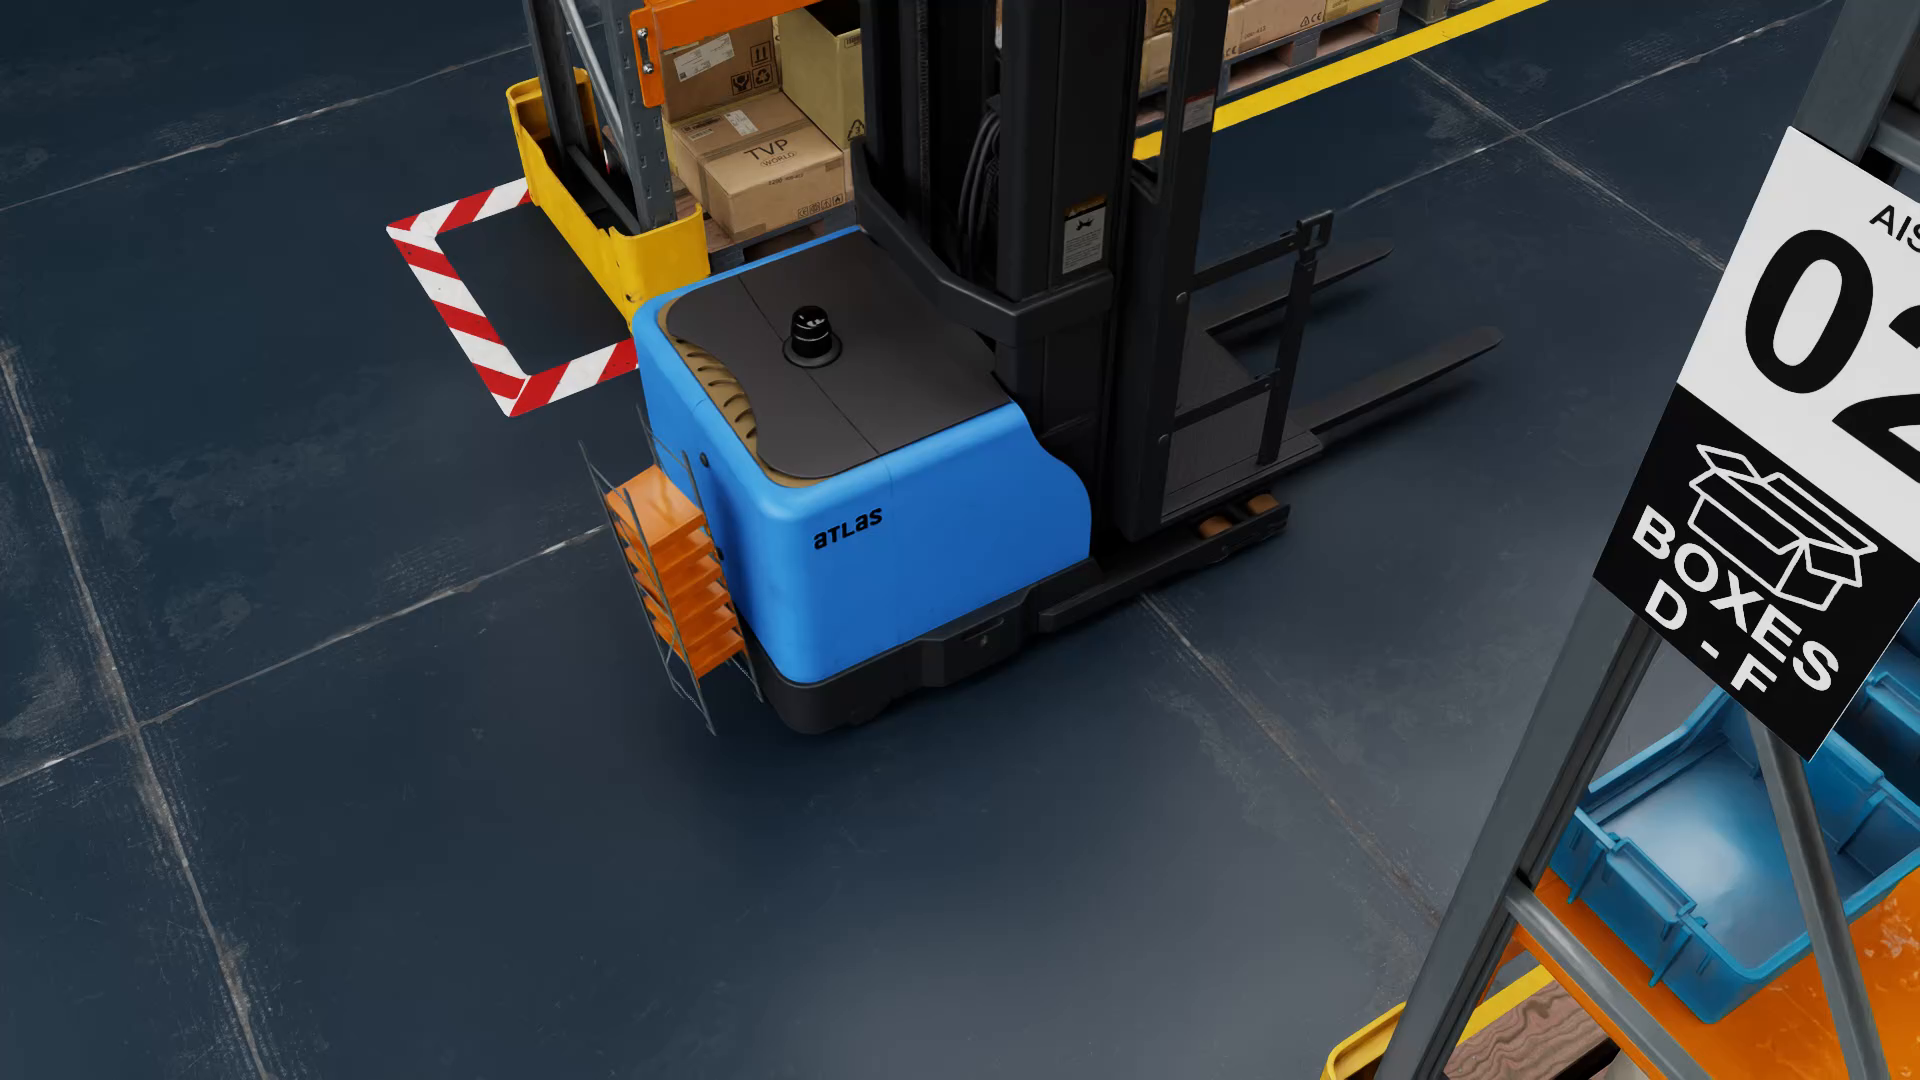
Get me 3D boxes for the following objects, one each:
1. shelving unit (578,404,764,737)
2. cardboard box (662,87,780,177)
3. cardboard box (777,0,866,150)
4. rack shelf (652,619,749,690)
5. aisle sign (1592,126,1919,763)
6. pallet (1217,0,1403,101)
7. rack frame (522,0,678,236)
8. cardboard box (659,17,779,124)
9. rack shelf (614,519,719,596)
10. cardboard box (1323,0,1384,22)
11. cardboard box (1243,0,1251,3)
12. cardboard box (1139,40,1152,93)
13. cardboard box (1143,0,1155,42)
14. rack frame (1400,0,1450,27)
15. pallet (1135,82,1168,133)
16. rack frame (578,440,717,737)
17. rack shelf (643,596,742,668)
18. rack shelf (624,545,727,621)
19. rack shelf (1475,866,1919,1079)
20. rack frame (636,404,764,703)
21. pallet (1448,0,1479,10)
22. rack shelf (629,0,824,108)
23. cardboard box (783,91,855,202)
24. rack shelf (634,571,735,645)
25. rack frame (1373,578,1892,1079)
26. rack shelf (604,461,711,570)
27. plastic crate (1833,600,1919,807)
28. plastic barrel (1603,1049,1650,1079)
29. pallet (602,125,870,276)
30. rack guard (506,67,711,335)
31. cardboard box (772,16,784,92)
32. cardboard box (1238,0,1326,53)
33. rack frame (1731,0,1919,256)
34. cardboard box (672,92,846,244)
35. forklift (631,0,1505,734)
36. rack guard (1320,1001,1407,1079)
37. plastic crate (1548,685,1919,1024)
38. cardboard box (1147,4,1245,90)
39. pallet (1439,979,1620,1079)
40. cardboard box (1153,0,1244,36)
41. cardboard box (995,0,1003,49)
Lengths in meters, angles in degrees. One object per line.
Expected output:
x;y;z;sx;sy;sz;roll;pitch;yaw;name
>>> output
-0.814;0.126;4.826;0.189;1.200;0.258;-35;57;-20;shelving unit
-1.076;-1.816;6.919;0.500;0.250;0.500;-25;53;-21;cardboard box
-0.378;-1.939;6.526;0.500;0.500;0.500;-25;53;-21;cardboard box
-0.792;0.301;5.049;0.180;0.103;0.258;-35;57;-20;rack shelf
1.049;-0.084;2.076;0.004;0.787;0.394;-25;53;-21;aisle sign
1.316;-2.567;7.895;1.213;0.211;1.003;-25;53;-21;pallet
-1.372;-2.191;5.692;0.127;3.000;1.000;-25;53;-21;rack frame
-1.077;-2.067;6.640;0.500;0.500;0.500;-25;53;-21;cardboard box
-0.829;0.005;4.672;0.180;0.103;0.258;-35;57;-20;rack shelf
1.736;-2.687;7.694;0.500;0.250;0.500;-25;53;-21;cardboard box
1.307;-2.745;7.243;0.500;0.500;0.500;-25;53;-21;cardboard box
0.470;-2.086;7.159;0.500;0.250;0.500;-25;53;-21;cardboard box
0.471;-2.335;6.878;0.500;0.500;0.500;-25;53;-21;cardboard box
2.011;-3.785;7.112;0.127;3.000;1.000;-25;53;-21;rack frame
0.283;-2.078;7.459;1.213;0.211;1.003;-25;53;-21;pallet
-0.884;0.175;4.794;0.006;1.200;0.240;-35;57;-20;rack frame
-0.801;0.227;4.955;0.180;0.103;0.258;-35;57;-20;rack shelf
-0.820;0.079;4.766;0.180;0.103;0.258;-35;57;-20;rack shelf
2.960;0.382;3.883;4.000;0.370;1.077;-25;53;-21;rack shelf
-0.744;0.077;4.857;0.006;1.200;0.240;-35;57;-20;rack frame
2.614;-3.176;8.437;1.213;0.211;1.003;-25;53;-21;pallet
0.320;-2.748;6.671;4.000;0.370;1.077;-25;53;-21;rack shelf
-0.379;-1.691;6.807;0.500;0.250;0.500;-25;53;-21;cardboard box
-0.811;0.153;4.861;0.180;0.103;0.258;-35;57;-20;rack shelf
1.268;0.939;2.905;0.127;3.000;1.000;-25;53;-21;rack frame
-0.838;-0.068;4.578;0.180;0.103;0.258;-35;57;-20;rack shelf
2.084;0.345;3.534;0.408;0.251;0.499;-25;53;-21;plastic crate
1.784;1.316;3.954;0.421;0.512;0.421;0;48;0;plastic barrel
-0.747;-1.595;7.029;1.213;0.211;1.003;-25;53;-21;pallet
-1.392;-1.350;6.617;0.348;0.500;1.175;-25;53;-21;rack guard
-0.659;-2.023;7.103;0.500;0.250;0.500;-25;53;-21;cardboard box
1.307;-2.494;7.522;0.500;0.250;0.500;-25;53;-21;cardboard box
1.268;-1.056;0.665;0.127;3.000;1.000;-25;53;-21;rack frame
-0.800;-1.489;6.628;0.500;0.250;0.500;-25;53;-21;cardboard box
0.537;-1.214;4.868;3.031;2.935;1.130;-24;53;-20;forklift
1.307;1.711;3.892;0.348;0.500;1.175;-25;53;-21;rack guard
1.532;0.600;3.306;0.616;0.251;0.499;-25;53;-21;plastic crate
0.892;-2.286;7.337;0.500;0.250;0.500;-25;53;-21;cardboard box
1.997;1.486;4.285;1.213;0.211;1.003;-25;53;-21;pallet
0.886;-2.543;7.064;0.500;0.500;0.500;-25;53;-21;cardboard box
0.038;-2.146;6.711;0.500;0.500;0.500;-25;53;-21;cardboard box
